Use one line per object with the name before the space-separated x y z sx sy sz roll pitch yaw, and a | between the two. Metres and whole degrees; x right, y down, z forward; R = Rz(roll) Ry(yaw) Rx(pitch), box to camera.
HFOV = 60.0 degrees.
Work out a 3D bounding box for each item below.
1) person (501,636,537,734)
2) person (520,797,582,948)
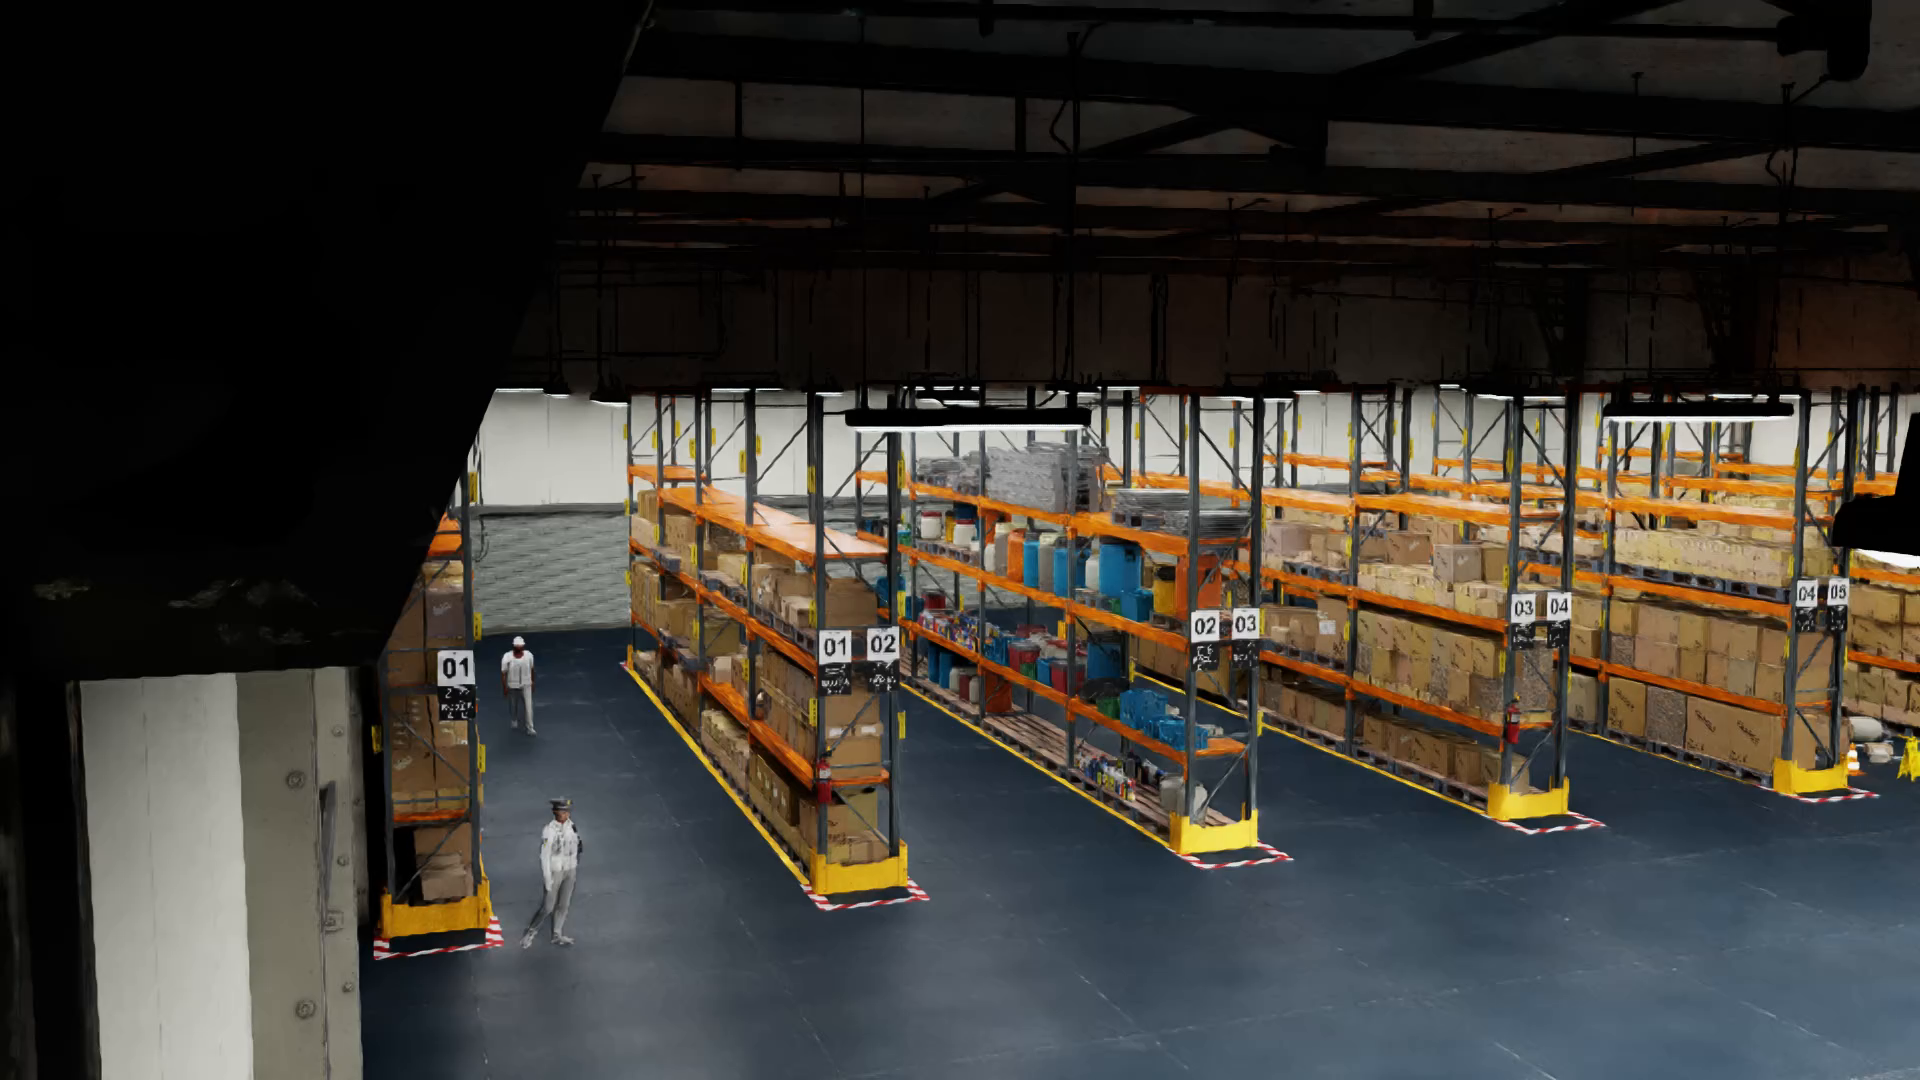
person | -7.658 2.497 28.868 0.583 1.682 1.111 -2 6 -21
person | -4.475 3.635 18.150 0.500 1.661 0.653 3 7 30
